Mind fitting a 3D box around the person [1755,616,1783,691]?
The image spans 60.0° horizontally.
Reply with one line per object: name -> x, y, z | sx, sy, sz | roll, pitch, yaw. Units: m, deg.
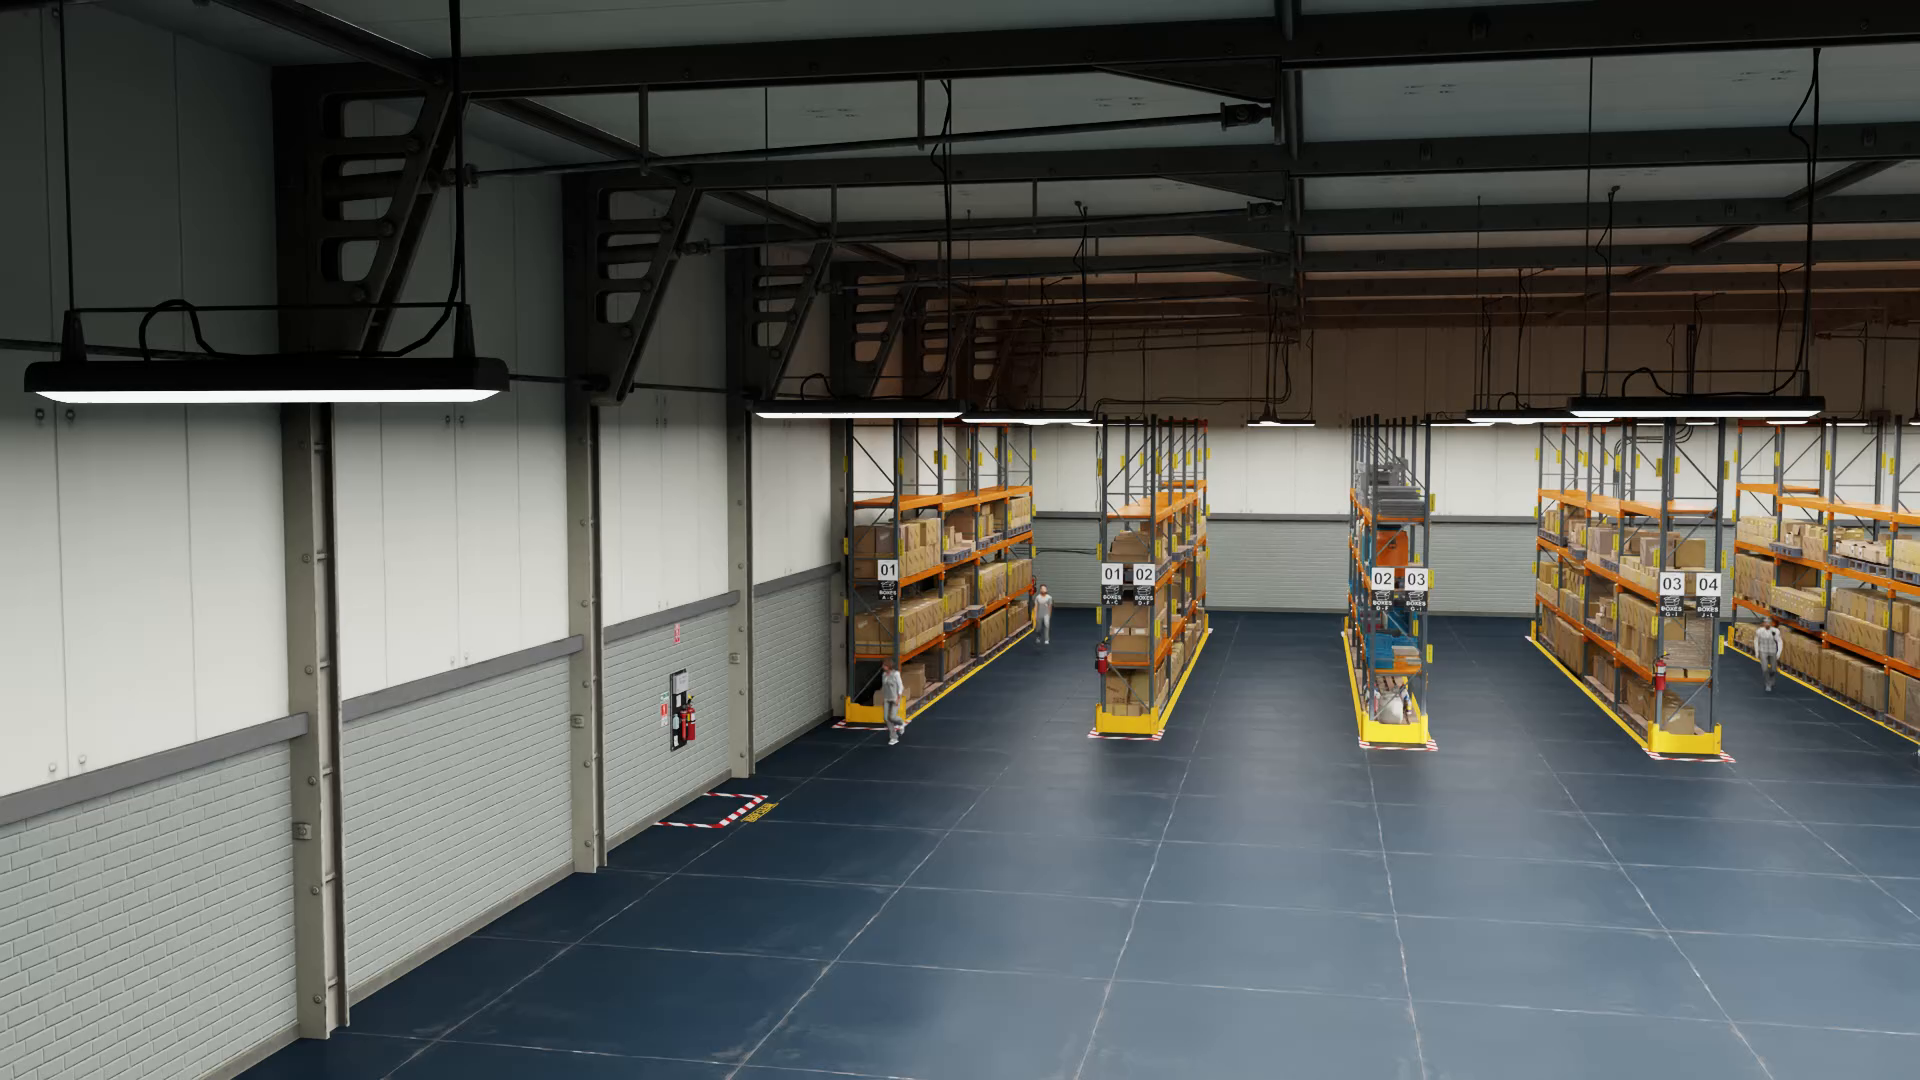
person -> 17.785, 2.473, 36.581 | 0.548, 1.644, 0.607 | 2, 4, 26

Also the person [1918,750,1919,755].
person -> 16.386, 3.057, 27.771 | 0.491, 1.613, 0.845 | -2, 4, -29

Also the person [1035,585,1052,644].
person -> 2.124, 1.897, 42.341 | 0.456, 1.528, 1.019 | 0, 4, 2

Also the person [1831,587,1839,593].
person -> 22.083, 2.062, 41.857 | 0.594, 1.765, 0.548 | 1, 4, 13

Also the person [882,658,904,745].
person -> -1.213, 2.929, 30.316 | 0.481, 1.570, 0.496 | 3, 5, 35
